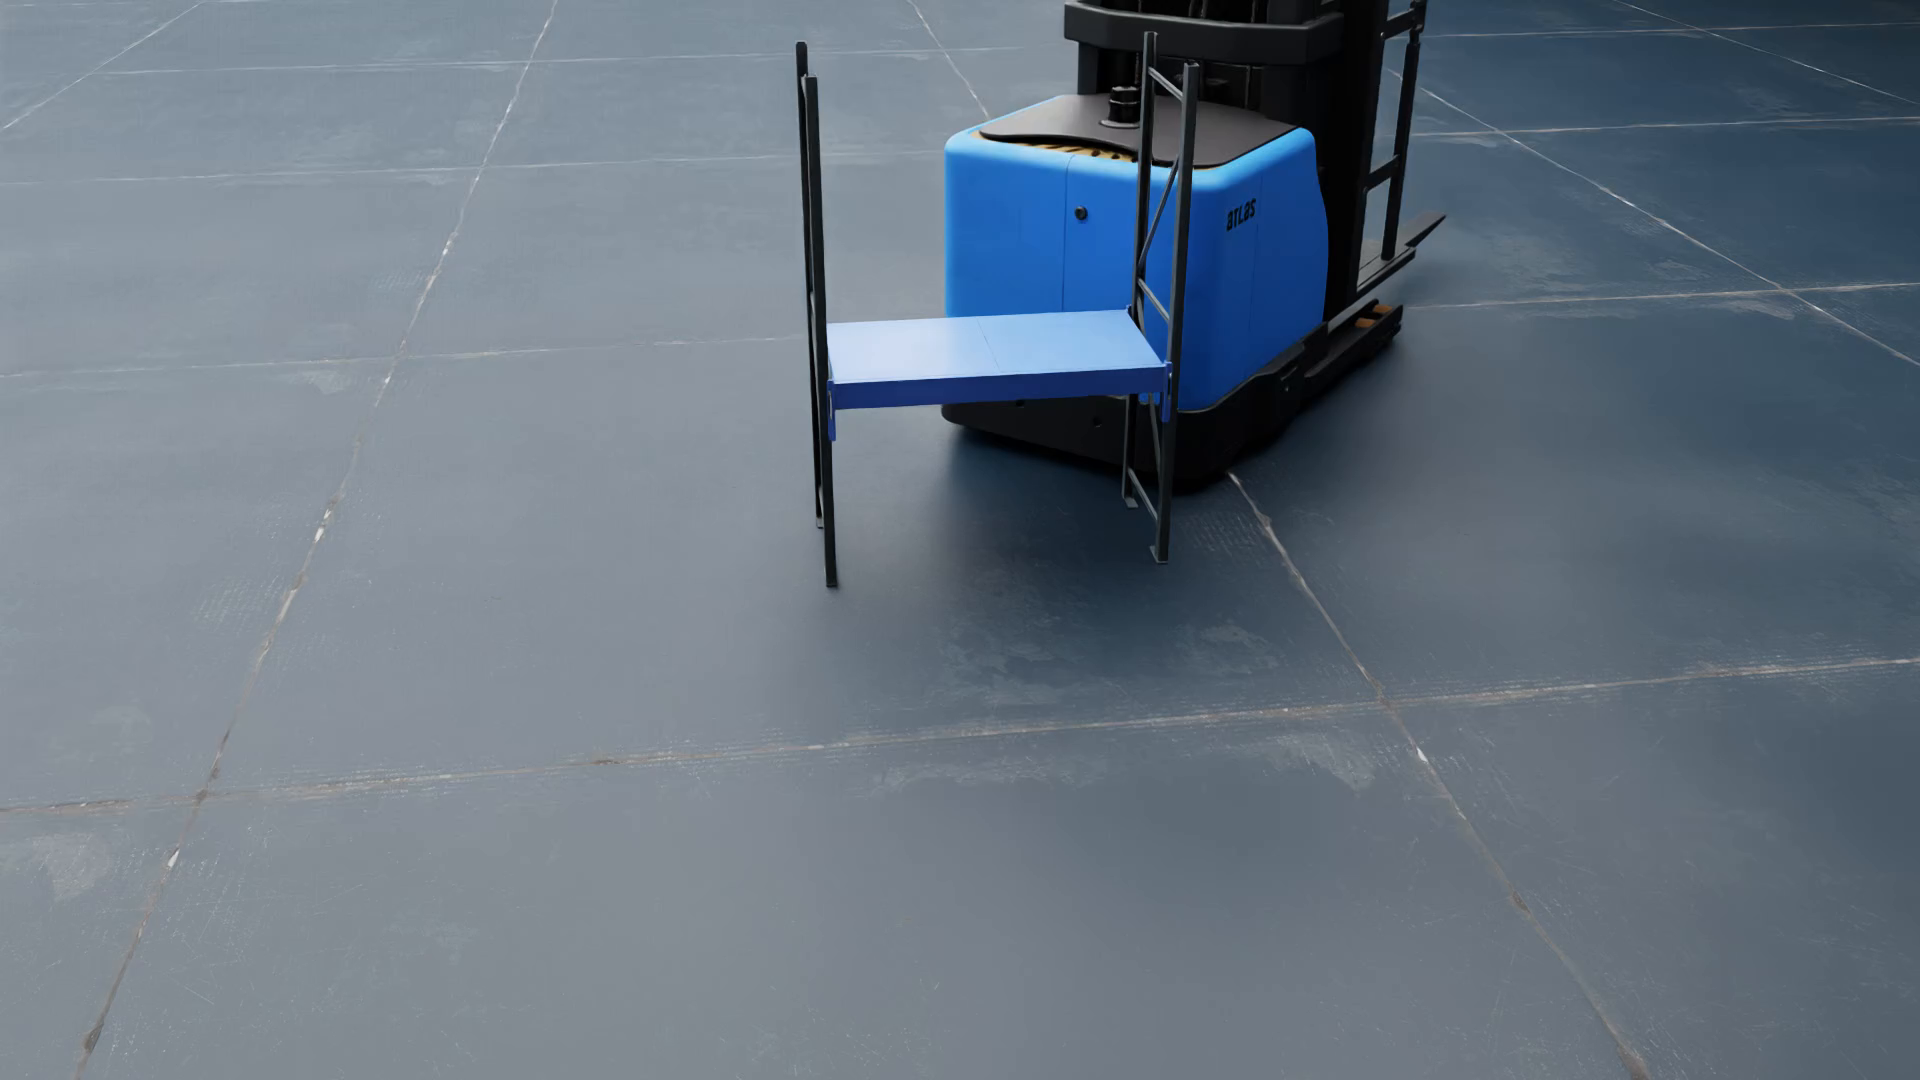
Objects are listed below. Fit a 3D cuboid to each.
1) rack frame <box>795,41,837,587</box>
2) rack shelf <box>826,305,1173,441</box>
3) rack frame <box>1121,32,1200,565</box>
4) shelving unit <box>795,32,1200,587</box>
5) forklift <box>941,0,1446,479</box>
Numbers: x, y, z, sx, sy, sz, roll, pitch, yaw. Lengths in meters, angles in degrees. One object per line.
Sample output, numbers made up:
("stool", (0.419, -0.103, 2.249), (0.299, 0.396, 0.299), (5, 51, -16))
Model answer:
("rack frame", (-0.419, -0.640, 4.855), (0.032, 1.500, 0.500), (-4, 27, -7))
("rack shelf", (0.084, -0.513, 5.000), (1.000, 0.185, 0.538), (-4, 27, -7))
("rack frame", (0.588, -0.705, 4.981), (0.032, 1.500, 0.500), (-4, 27, -7))
("shelving unit", (0.084, -0.673, 4.918), (1.048, 1.500, 0.538), (-4, 27, -7))
("forklift", (1.154, -2.131, 6.192), (1.130, 2.935, 3.031), (16, 31, 29))
